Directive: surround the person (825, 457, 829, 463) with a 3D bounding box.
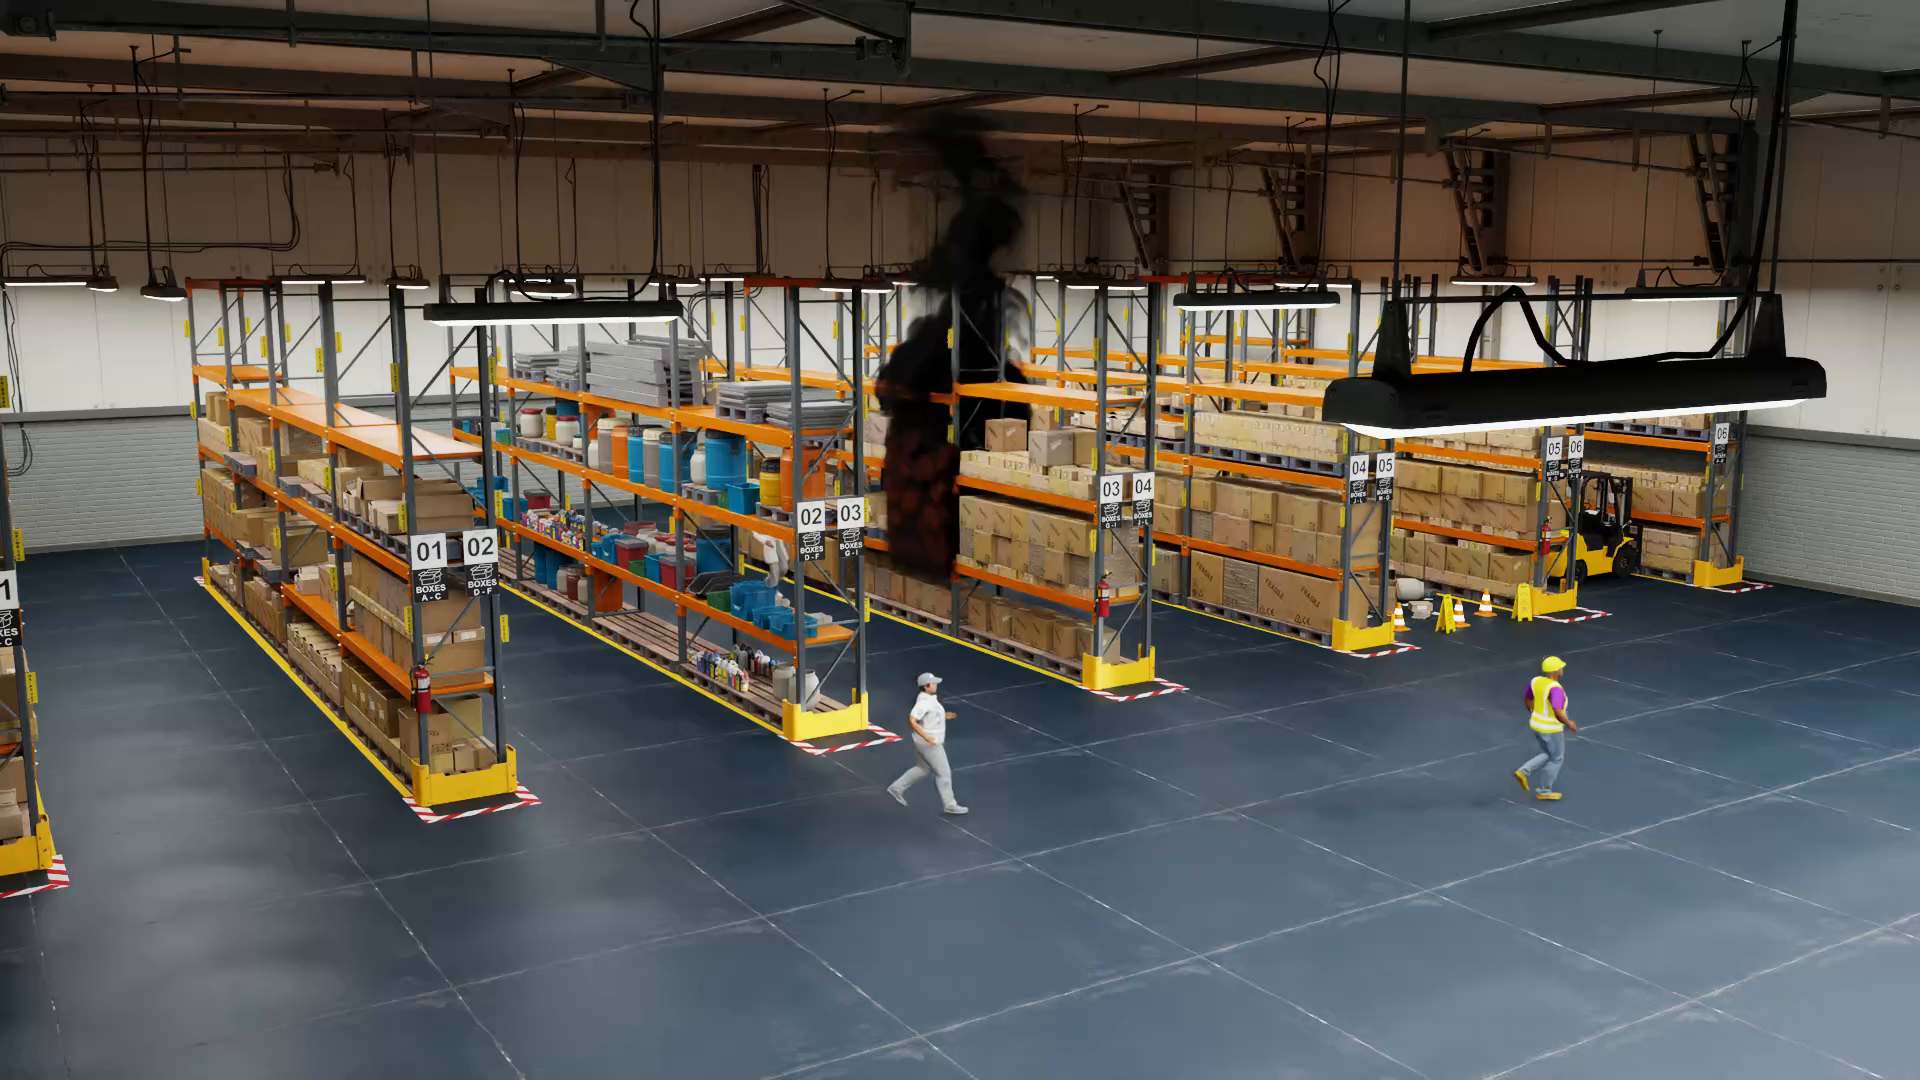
[{"bbox_3d":[-3.435,-1.351,40.968,0.832,1.680,0.749,3,10,15],"label":"person"}]

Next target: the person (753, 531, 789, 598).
[{"bbox_3d":[-3.374,0.176,30.007,0.707,1.745,0.612,-8,13,-40],"label":"person"}]

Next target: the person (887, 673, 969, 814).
[{"bbox_3d":[-0.374,2.328,19.092,0.940,1.645,0.610,-1,10,-6],"label":"person"}]

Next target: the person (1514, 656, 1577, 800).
[{"bbox_3d":[6.897,2.222,19.593,0.581,1.728,0.720,-2,10,-11],"label":"person"}]
